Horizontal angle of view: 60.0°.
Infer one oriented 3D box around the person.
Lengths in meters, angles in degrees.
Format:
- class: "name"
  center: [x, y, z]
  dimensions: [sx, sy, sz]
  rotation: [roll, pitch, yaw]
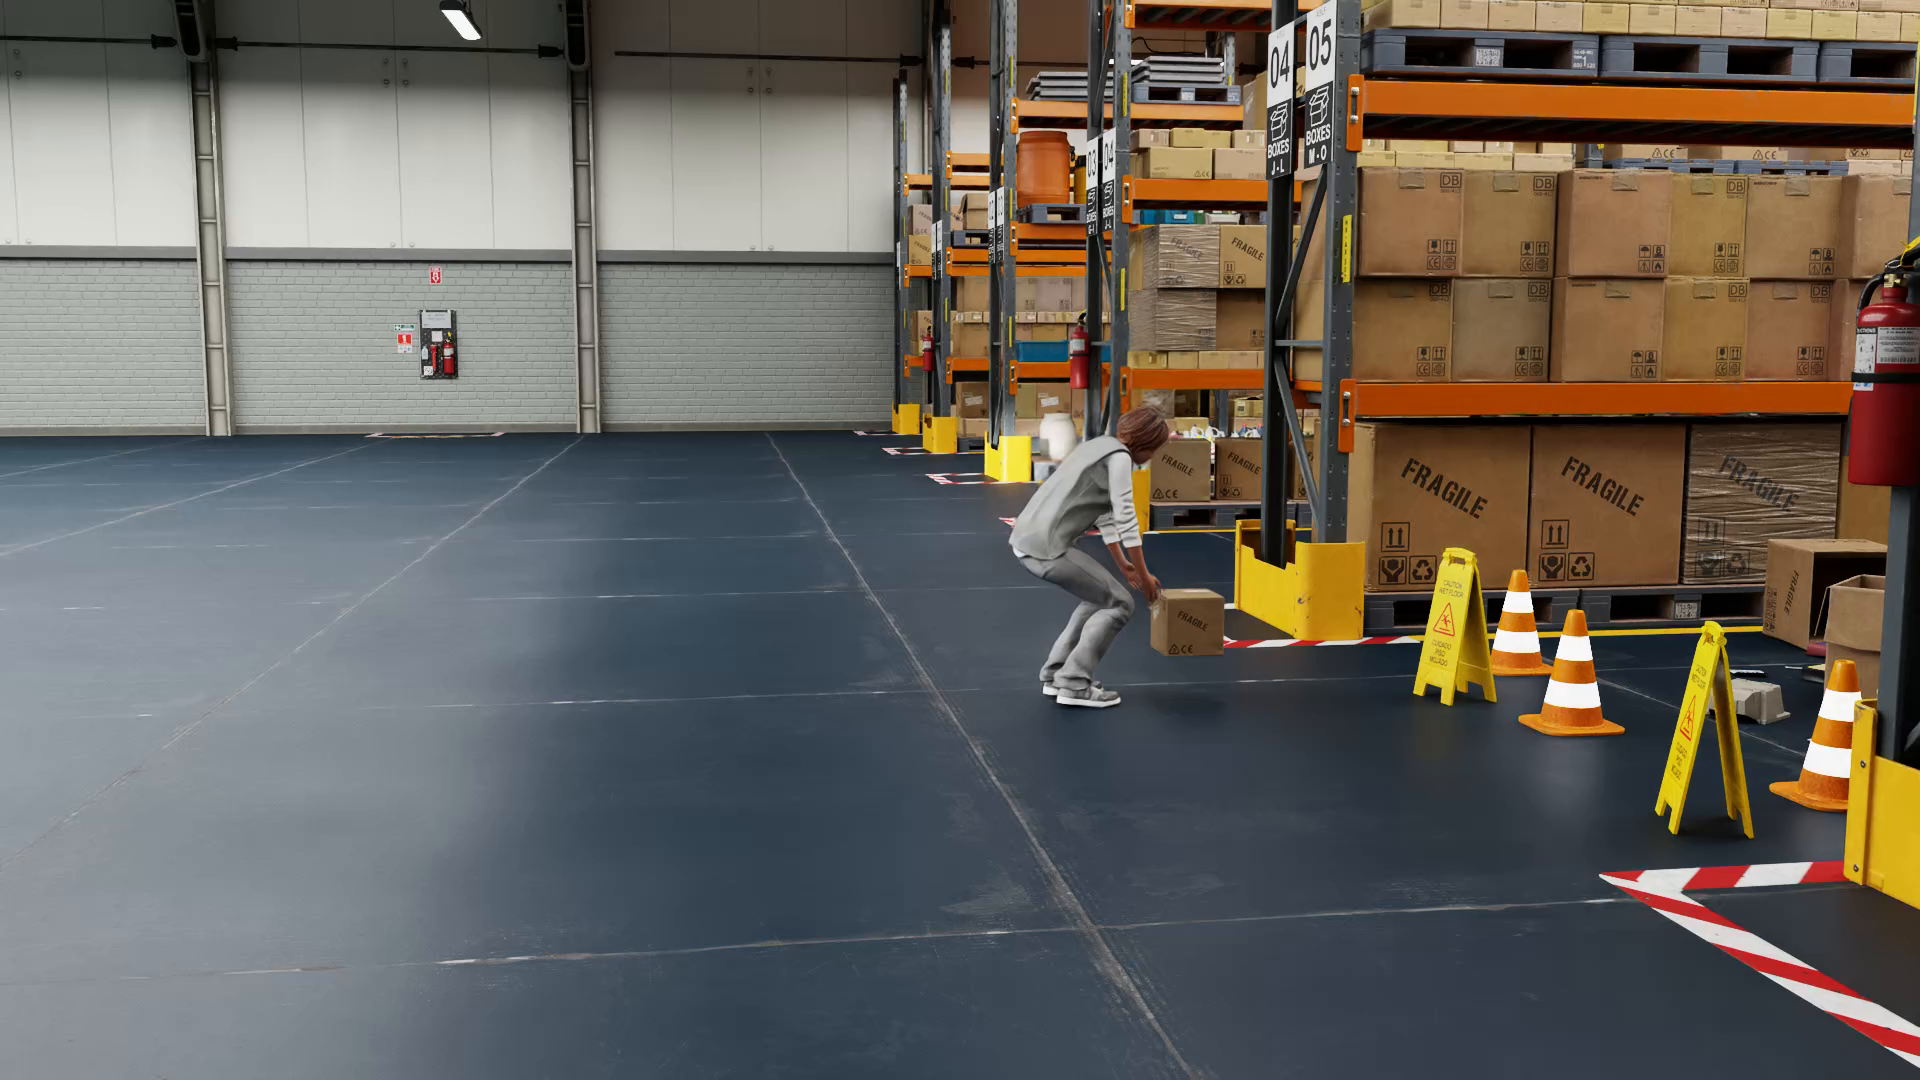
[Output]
- class: "person"
  center: [0.541, 0.073, 7.022]
  dimensions: [0.685, 1.225, 0.463]
  rotation: [-1, 7, -9]
